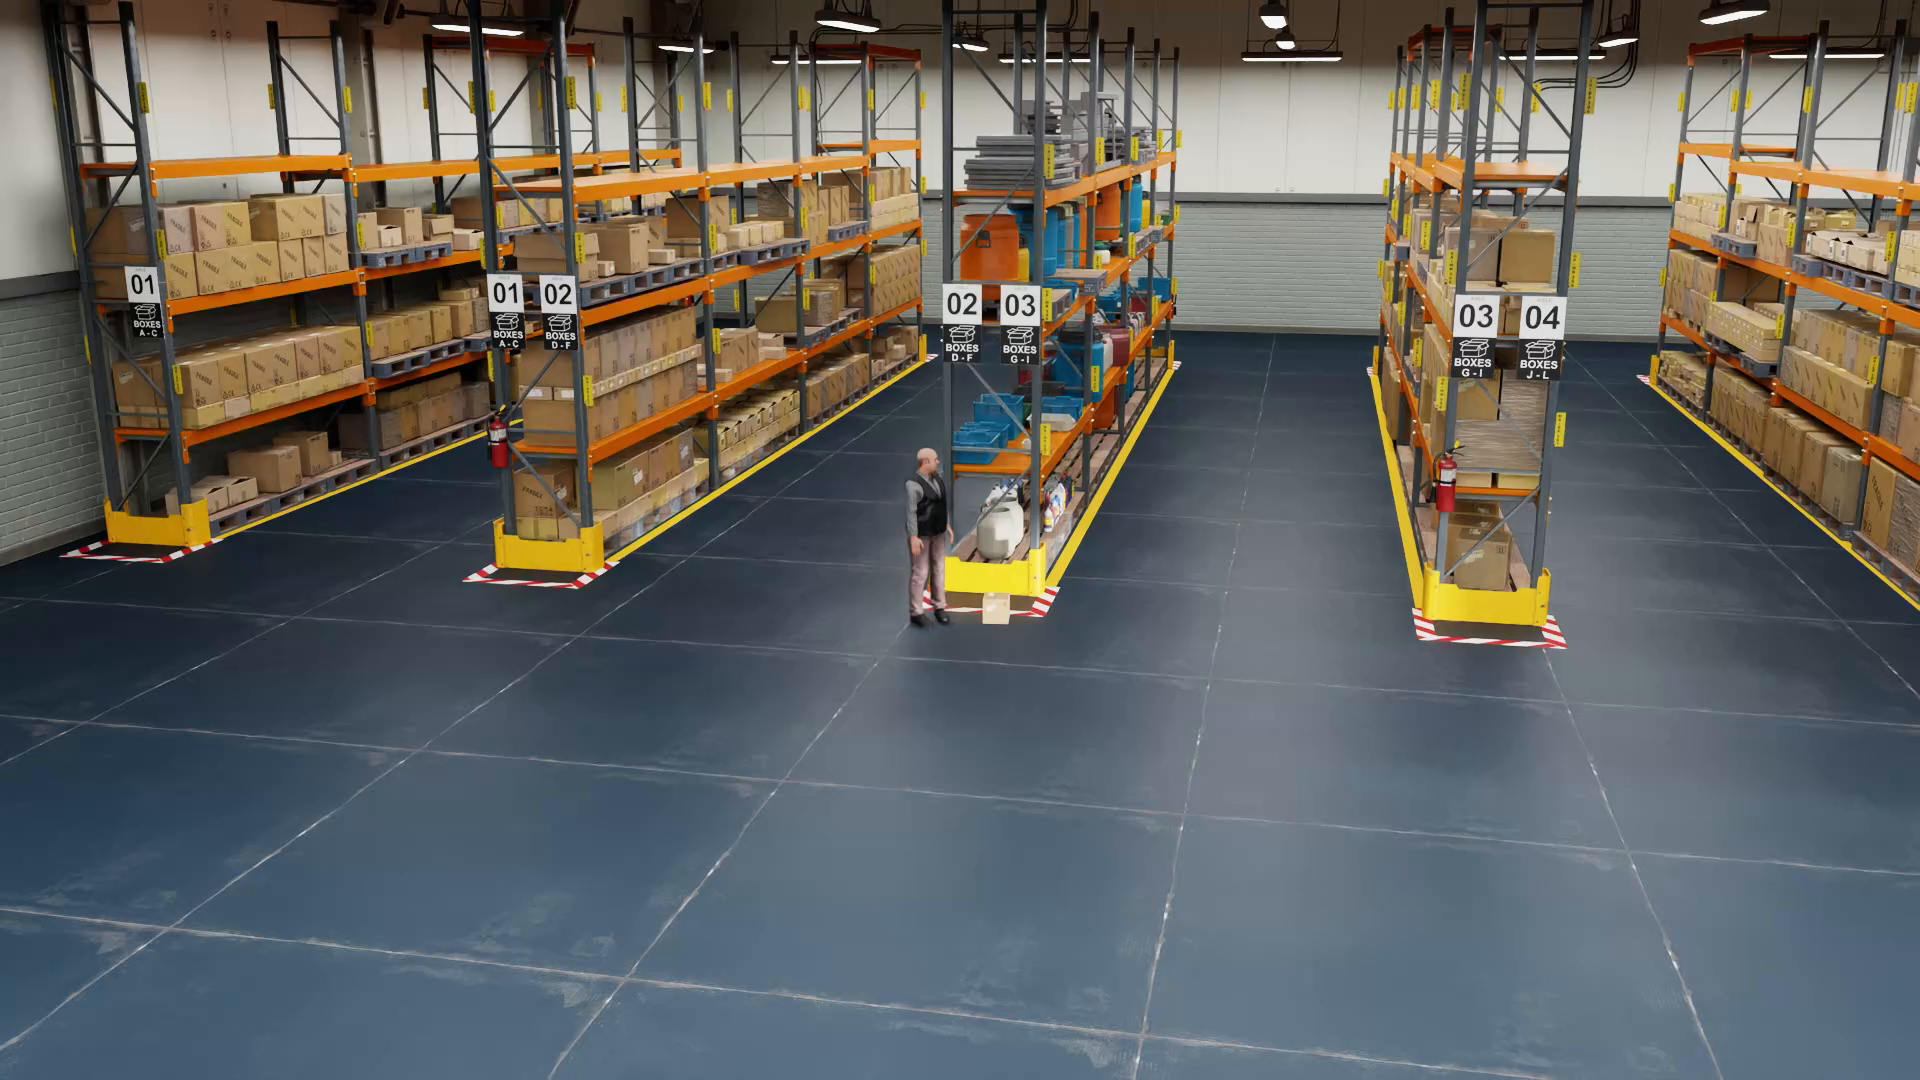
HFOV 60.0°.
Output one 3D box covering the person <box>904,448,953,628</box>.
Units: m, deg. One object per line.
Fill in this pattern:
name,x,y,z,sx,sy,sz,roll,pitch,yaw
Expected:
person,-0.309,-0.035,16.154,0.428,1.748,0.557,11,18,36
